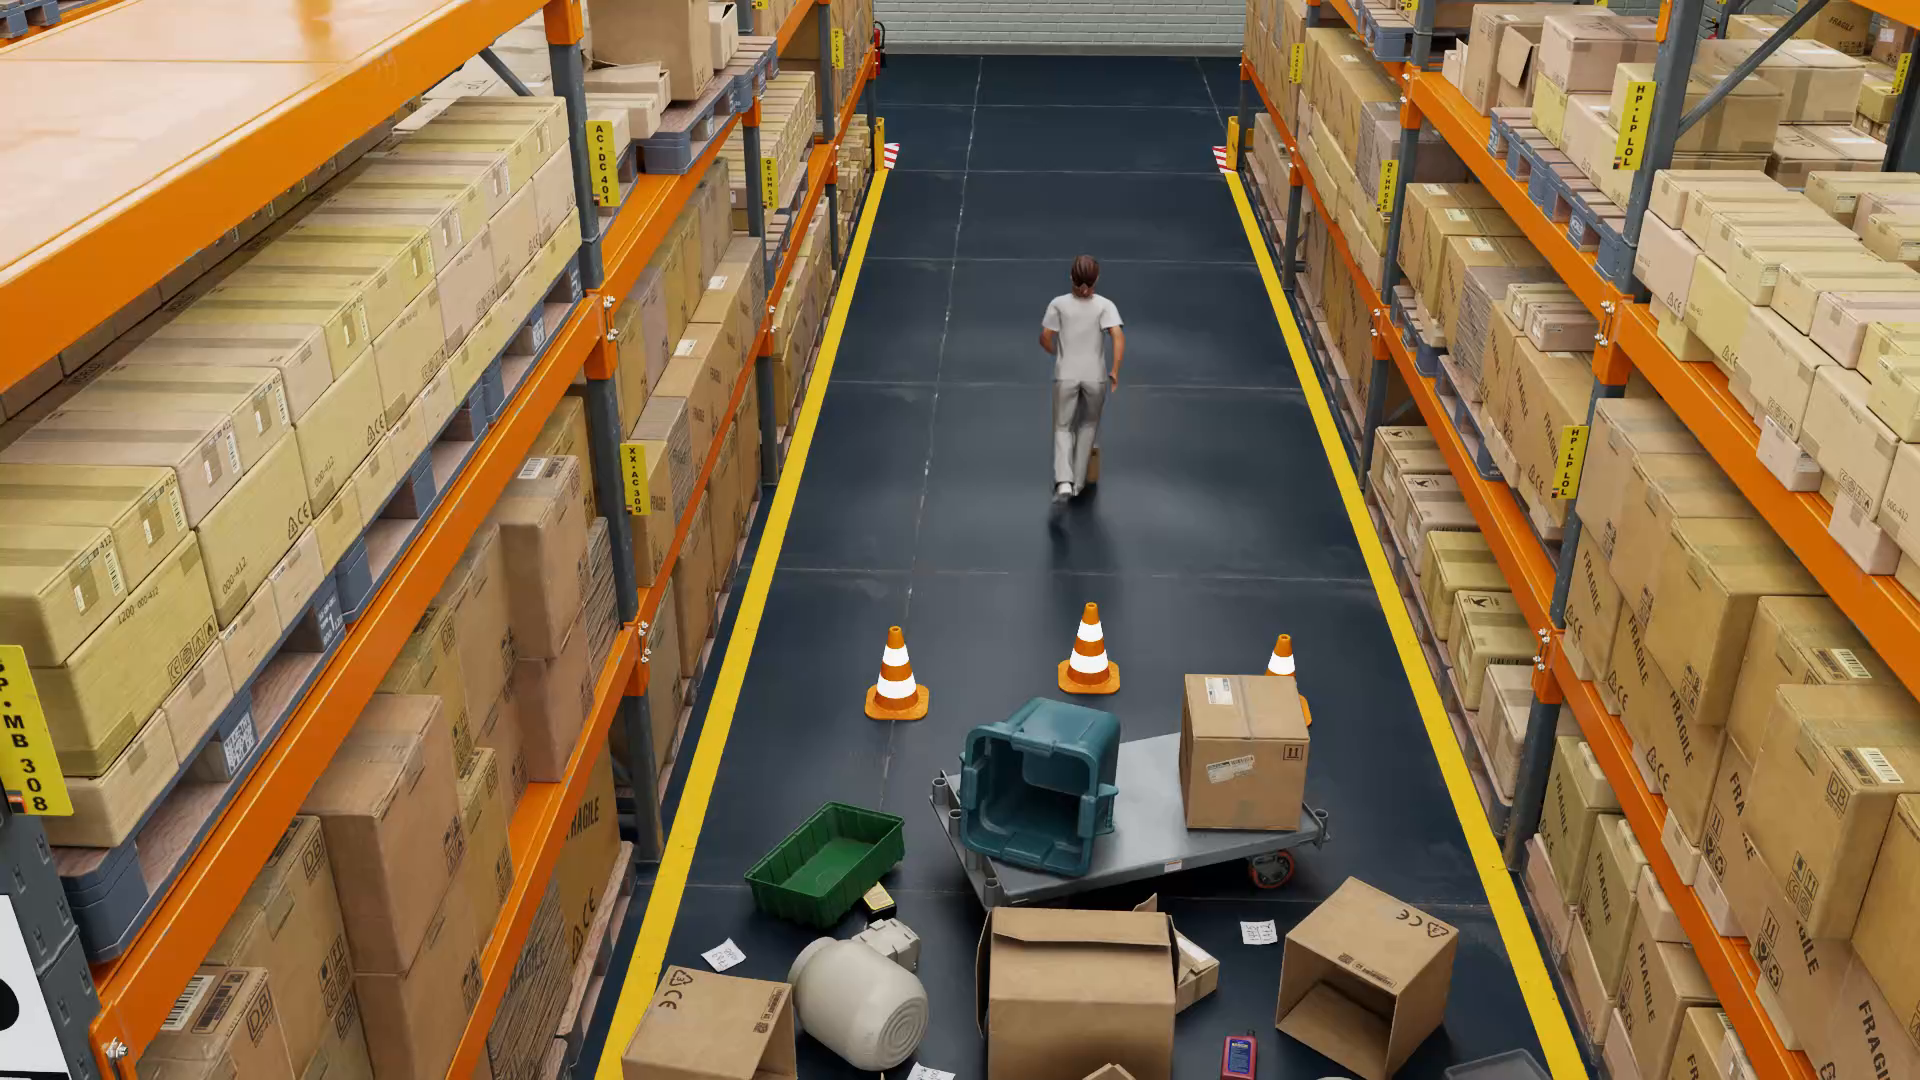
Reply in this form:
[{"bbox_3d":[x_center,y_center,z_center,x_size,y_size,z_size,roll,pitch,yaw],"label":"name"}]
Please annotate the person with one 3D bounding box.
[{"bbox_3d":[0.781,-0.985,10.776,0.554,1.604,0.786,1,28,2],"label":"person"}]
